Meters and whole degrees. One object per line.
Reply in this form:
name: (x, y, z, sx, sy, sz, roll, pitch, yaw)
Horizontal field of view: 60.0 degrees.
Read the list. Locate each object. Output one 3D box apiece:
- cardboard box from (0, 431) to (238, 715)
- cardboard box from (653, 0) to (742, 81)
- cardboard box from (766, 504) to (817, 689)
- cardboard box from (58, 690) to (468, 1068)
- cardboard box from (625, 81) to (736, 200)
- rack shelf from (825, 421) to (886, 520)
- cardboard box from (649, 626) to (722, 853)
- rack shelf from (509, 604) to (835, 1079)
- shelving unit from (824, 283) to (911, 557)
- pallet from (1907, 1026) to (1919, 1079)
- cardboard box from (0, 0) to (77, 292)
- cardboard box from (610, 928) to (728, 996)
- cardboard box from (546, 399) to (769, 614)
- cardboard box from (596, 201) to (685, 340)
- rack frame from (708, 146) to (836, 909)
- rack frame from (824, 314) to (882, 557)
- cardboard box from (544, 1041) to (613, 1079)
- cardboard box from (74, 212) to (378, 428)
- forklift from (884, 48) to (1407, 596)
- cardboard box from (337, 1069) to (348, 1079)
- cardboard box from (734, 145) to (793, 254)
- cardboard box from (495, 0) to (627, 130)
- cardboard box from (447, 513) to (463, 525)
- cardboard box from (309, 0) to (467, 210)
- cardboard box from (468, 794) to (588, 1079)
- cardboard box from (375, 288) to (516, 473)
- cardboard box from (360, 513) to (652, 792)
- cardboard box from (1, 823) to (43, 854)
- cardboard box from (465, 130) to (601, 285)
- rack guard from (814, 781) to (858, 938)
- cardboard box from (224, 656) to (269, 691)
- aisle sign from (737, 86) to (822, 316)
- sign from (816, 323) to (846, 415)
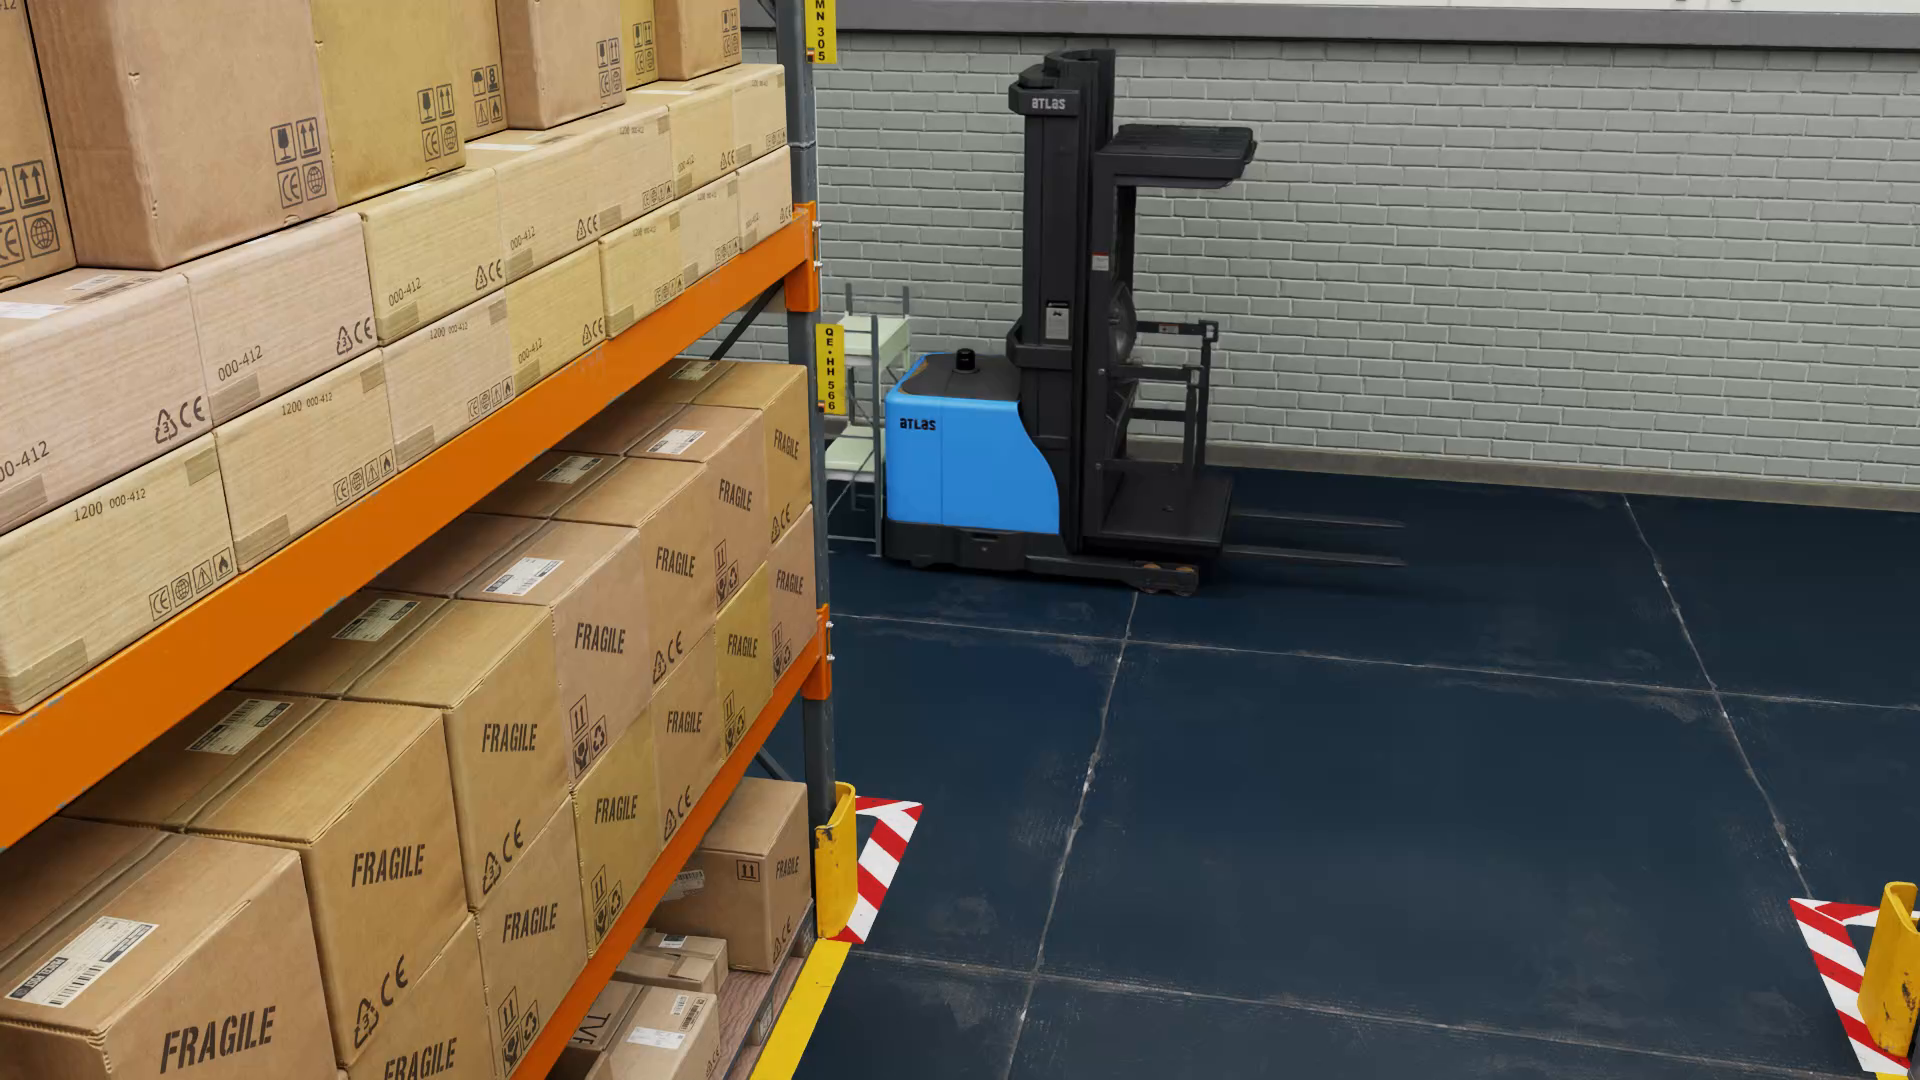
cardboard box: (-1.468, 0.015, 2.487, 0.500, 0.250, 0.500, 4, 22, 11)
cardboard box: (-1.083, -1.680, 5.021, 0.700, 0.500, 0.500, 4, 22, 11)
cardboard box: (-0.819, 0.171, 5.780, 0.500, 0.500, 0.500, 5, 23, 13)
cardboard box: (-1.334, 0.646, 3.262, 0.500, 0.500, 0.500, 4, 22, 9)
cardboard box: (-0.951, -1.131, 4.662, 0.500, 0.250, 0.500, 4, 22, 11)
rack shelf: (-0.591, -0.441, 10.314, 0.431, 0.370, 0.720, 5, 22, 12)
cardboard box: (-1.028, 0.543, 4.856, 0.500, 0.500, 0.500, 5, 22, 11)
rack shelf: (-1.402, 1.098, 4.575, 1.077, 0.370, 4.000, 4, 22, 11)
shelving unit: (-0.591, -0.744, 10.192, 0.431, 1.500, 0.755, 5, 22, 12)
pallet: (3.648, 2.004, 5.095, 1.003, 0.211, 1.213, 4, 22, 11)
cardboard box: (-1.748, -0.587, 2.307, 0.700, 0.500, 0.500, 4, 22, 11)
cardboard box: (-1.034, 1.502, 5.813, 0.380, 0.166, 0.250, 4, 22, 11)
cardboard box: (-0.918, -0.109, 5.136, 0.500, 0.500, 0.500, 5, 22, 12)
cardboard box: (-1.042, -0.715, 4.299, 0.500, 0.250, 0.500, 4, 22, 11)
rack frame: (-0.994, 0.033, 6.257, 1.000, 3.000, 0.127, 4, 22, 11)
rack frame: (-0.670, -0.610, 9.861, 0.400, 1.500, 0.023, 5, 22, 12)
cardboard box: (-1.432, 1.762, 4.716, 0.797, 0.503, 0.637, 4, 22, 11)
cardboard box: (-1.367, -0.400, 2.848, 0.500, 0.250, 0.500, 4, 22, 11)
forklift: (1.123, -1.255, 9.546, 3.031, 2.935, 1.130, 5, 22, 12)
cardboard box: (-1.439, 1.284, 3.017, 0.500, 0.500, 0.500, 5, 22, 12)
cardboard box: (-0.840, -1.081, 5.208, 0.500, 0.250, 0.500, 4, 22, 11)
cardboard box: (-1.265, -1.312, 4.109, 0.700, 0.500, 0.500, 4, 22, 11)
cardboard box: (-1.549, 0.039, 4.769, 0.500, 0.500, 0.500, 5, 22, 12)
cardboard box: (-1.411, -0.942, 3.190, 0.700, 0.500, 0.500, 4, 22, 11)
cardboard box: (-1.234, 0.913, 3.936, 0.500, 0.500, 0.500, 4, 22, 11)
cardboard box: (-1.259, -0.350, 3.394, 0.500, 0.250, 0.500, 4, 22, 11)
cardboard box: (-1.124, 0.269, 4.198, 0.500, 0.500, 0.500, 5, 23, 13)
cardboard box: (-1.960, 0.781, 2.927, 0.500, 0.500, 0.500, 5, 22, 11)
cardboard box: (-1.152, -0.765, 3.753, 0.500, 0.250, 0.500, 4, 22, 11)
rack guard: (-1.009, 1.220, 6.655, 1.175, 0.500, 0.348, 4, 22, 11)
cardboard box: (-1.755, 0.409, 3.850, 0.500, 0.500, 0.500, 5, 22, 11)
aisle sign: (-0.680, -1.175, 5.775, 0.394, 0.787, 0.004, 4, 22, 11)
sign: (-0.455, -0.601, 5.858, 0.100, 0.325, 0.005, 4, 22, 11)
